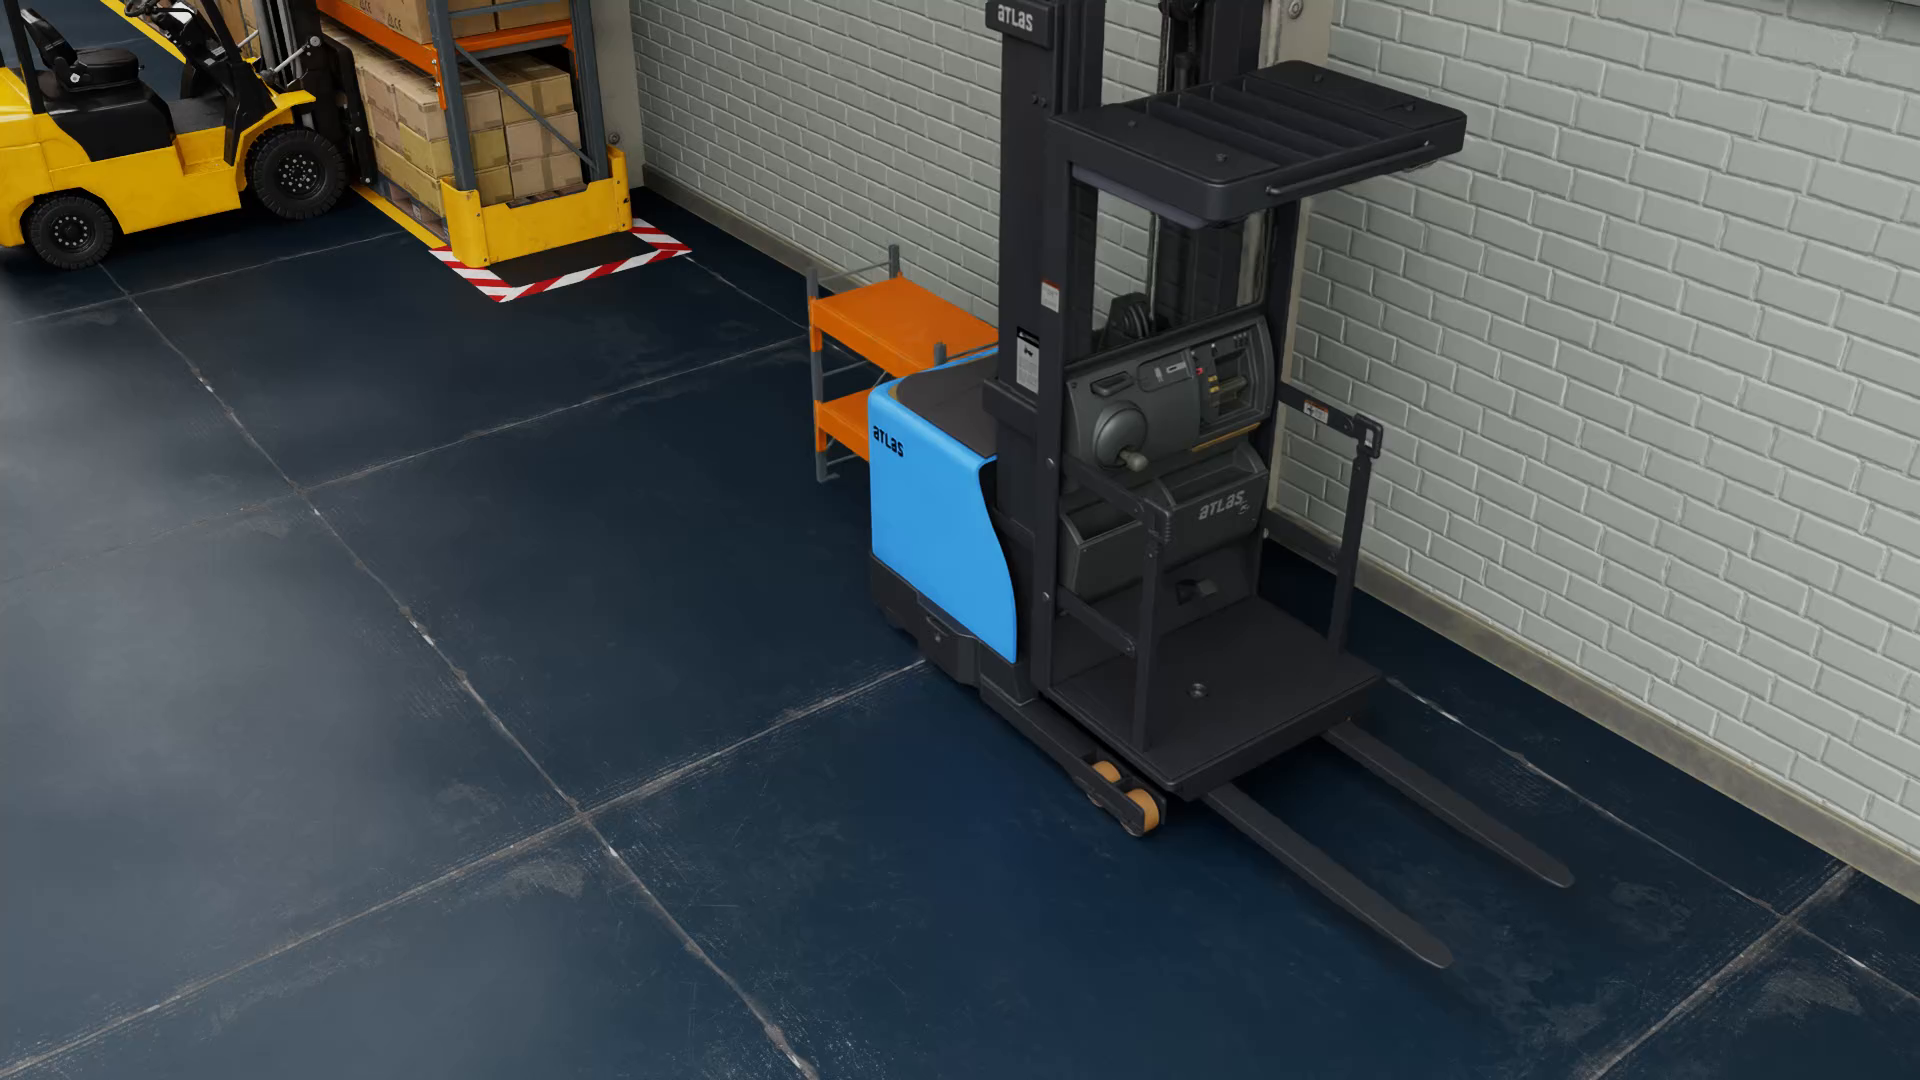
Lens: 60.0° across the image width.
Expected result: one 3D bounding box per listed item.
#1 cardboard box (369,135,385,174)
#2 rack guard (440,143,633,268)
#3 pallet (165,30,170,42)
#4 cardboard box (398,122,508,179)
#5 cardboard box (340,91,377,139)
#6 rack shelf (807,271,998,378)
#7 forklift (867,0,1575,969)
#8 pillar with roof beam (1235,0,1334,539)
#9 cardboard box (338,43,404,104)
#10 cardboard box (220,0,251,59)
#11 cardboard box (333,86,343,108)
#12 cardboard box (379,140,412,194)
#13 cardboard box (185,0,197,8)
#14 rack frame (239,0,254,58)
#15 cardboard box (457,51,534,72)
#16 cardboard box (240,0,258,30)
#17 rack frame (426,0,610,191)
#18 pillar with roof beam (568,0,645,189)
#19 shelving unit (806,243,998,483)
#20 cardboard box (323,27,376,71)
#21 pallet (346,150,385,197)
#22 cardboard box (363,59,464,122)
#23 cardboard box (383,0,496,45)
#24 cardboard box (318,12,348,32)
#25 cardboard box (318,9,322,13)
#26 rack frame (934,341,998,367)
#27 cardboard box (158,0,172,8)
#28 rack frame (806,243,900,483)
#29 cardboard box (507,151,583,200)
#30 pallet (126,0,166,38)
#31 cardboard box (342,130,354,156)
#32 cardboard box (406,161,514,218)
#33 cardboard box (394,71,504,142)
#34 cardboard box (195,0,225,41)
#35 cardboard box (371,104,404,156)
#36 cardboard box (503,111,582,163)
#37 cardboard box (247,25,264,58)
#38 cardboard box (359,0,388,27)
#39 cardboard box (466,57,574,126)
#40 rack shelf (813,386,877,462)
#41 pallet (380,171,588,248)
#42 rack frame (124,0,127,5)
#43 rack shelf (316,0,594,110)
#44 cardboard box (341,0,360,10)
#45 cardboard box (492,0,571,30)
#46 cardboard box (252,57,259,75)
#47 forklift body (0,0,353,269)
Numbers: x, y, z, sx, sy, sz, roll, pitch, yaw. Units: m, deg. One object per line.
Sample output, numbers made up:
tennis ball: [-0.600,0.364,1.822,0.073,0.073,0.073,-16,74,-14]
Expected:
cardboard box: [-3.876,-2.778,11.588,0.500,0.250,0.500,-22,38,-31]
rack guard: [-2.727,-2.180,10.787,1.175,0.500,0.348,-22,38,-31]
pallet: [-6.429,-4.538,14.857,1.003,0.211,1.213,-22,38,-31]
cardboard box: [-3.287,-2.577,10.790,0.500,0.250,0.500,-23,38,-32]
cardboard box: [-3.919,-2.998,11.468,0.500,0.250,0.500,-23,39,-32]
rack shelf: [-0.198,-0.876,7.539,0.538,0.278,1.000,-21,38,-30]
forklift: [0.882,-0.469,5.728,1.130,2.935,3.031,-21,38,-30]
pillar with roof beam: [-2.178,-2.489,3.229,9.100,9.000,0.400,-22,38,-31]
cardboard box: [-3.905,-3.196,11.314,0.500,0.250,0.500,-22,38,-31]
cardboard box: [-5.523,-4.303,13.688,0.875,0.625,0.625,-20,37,-29]
cardboard box: [-4.223,-3.207,11.805,0.500,0.250,0.500,-22,38,-32]
cardboard box: [-3.577,-2.567,11.248,0.500,0.250,0.500,-22,38,-31]
cardboard box: [-6.456,-4.941,14.716,0.875,0.625,0.625,-24,39,-33]
rack frame: [-5.194,-4.919,12.828,1.000,3.000,0.127,-22,38,-31]
cardboard box: [-3.196,-3.156,11.249,0.500,0.250,0.500,-22,38,-31]
cardboard box: [-5.146,-4.051,12.690,0.500,0.250,0.500,-23,39,-32]
rack frame: [-2.742,-3.252,10.144,1.000,3.000,0.127,-22,38,-31]
pillar with roof beam: [-5.857,-4.990,7.255,9.100,9.000,0.400,-22,38,-31]
shelving unit: [-0.198,-0.627,7.694,0.538,1.125,1.048,-21,38,-30]
cardboard box: [-4.210,-3.410,11.658,0.500,0.250,0.500,-23,39,-32]
pallet: [-3.988,-2.881,12.189,1.003,0.211,1.213,-22,38,-31]
cardboard box: [-3.588,-2.989,10.981,0.500,0.250,0.500,-22,38,-31]
cardboard box: [-3.251,-3.415,10.311,0.500,0.500,0.500,-23,39,-32]
cardboard box: [-4.526,-3.631,12.014,0.500,0.250,0.500,-21,37,-30]
cardboard box: [-4.840,-3.835,12.342,0.500,0.250,0.500,-22,38,-31]
rack frame: [0.101,-0.410,7.345,0.500,1.125,0.032,-21,38,-30]
cardboard box: [-6.869,-5.222,15.167,0.875,0.625,0.625,-21,37,-30]
rack frame: [-0.497,-0.844,8.043,0.500,1.125,0.032,-21,38,-30]
cardboard box: [-2.888,-2.531,11.190,0.500,0.250,0.500,-22,38,-31]
pallet: [-7.173,-5.046,15.675,1.003,0.211,1.213,-22,38,-31]
cardboard box: [-4.213,-2.987,11.925,0.500,0.250,0.500,-21,38,-30]
cardboard box: [-3.279,-2.356,10.909,0.500,0.250,0.500,-22,38,-31]
cardboard box: [-3.270,-2.778,10.641,0.500,0.250,0.500,-21,37,-30]
cardboard box: [-5.993,-4.629,14.212,0.875,0.625,0.625,-23,38,-32]
cardboard box: [-3.586,-2.789,11.132,0.500,0.250,0.500,-23,38,-32]
cardboard box: [-2.866,-2.738,11.050,0.500,0.250,0.500,-21,38,-31]
cardboard box: [-5.142,-3.841,12.825,0.500,0.250,0.500,-22,38,-32]
cardboard box: [-3.562,-3.634,10.664,0.500,0.500,0.500,-21,38,-30]
cardboard box: [-2.887,-2.949,10.916,0.500,0.250,0.500,-23,39,-32]
rack shelf: [-0.198,-0.420,7.823,0.538,0.278,1.000,-21,38,-30]
pallet: [-3.244,-2.373,11.371,1.003,0.211,1.213,-22,38,-31]
rack frame: [-7.647,-6.586,15.512,1.000,3.000,0.127,-22,38,-31]
rack shelf: [-3.968,-3.780,11.675,1.077,0.370,4.000,-22,38,-31]
cardboard box: [-3.876,-3.848,11.007,0.500,0.500,0.500,-23,39,-32]
cardboard box: [-2.826,-3.591,10.594,0.500,0.500,0.500,-21,37,-30]
cardboard box: [-5.159,-3.621,12.945,0.500,0.250,0.500,-22,38,-31]
forklift body: [-5.345,-3.092,10.690,2.313,2.155,1.214,-22,38,-31]
